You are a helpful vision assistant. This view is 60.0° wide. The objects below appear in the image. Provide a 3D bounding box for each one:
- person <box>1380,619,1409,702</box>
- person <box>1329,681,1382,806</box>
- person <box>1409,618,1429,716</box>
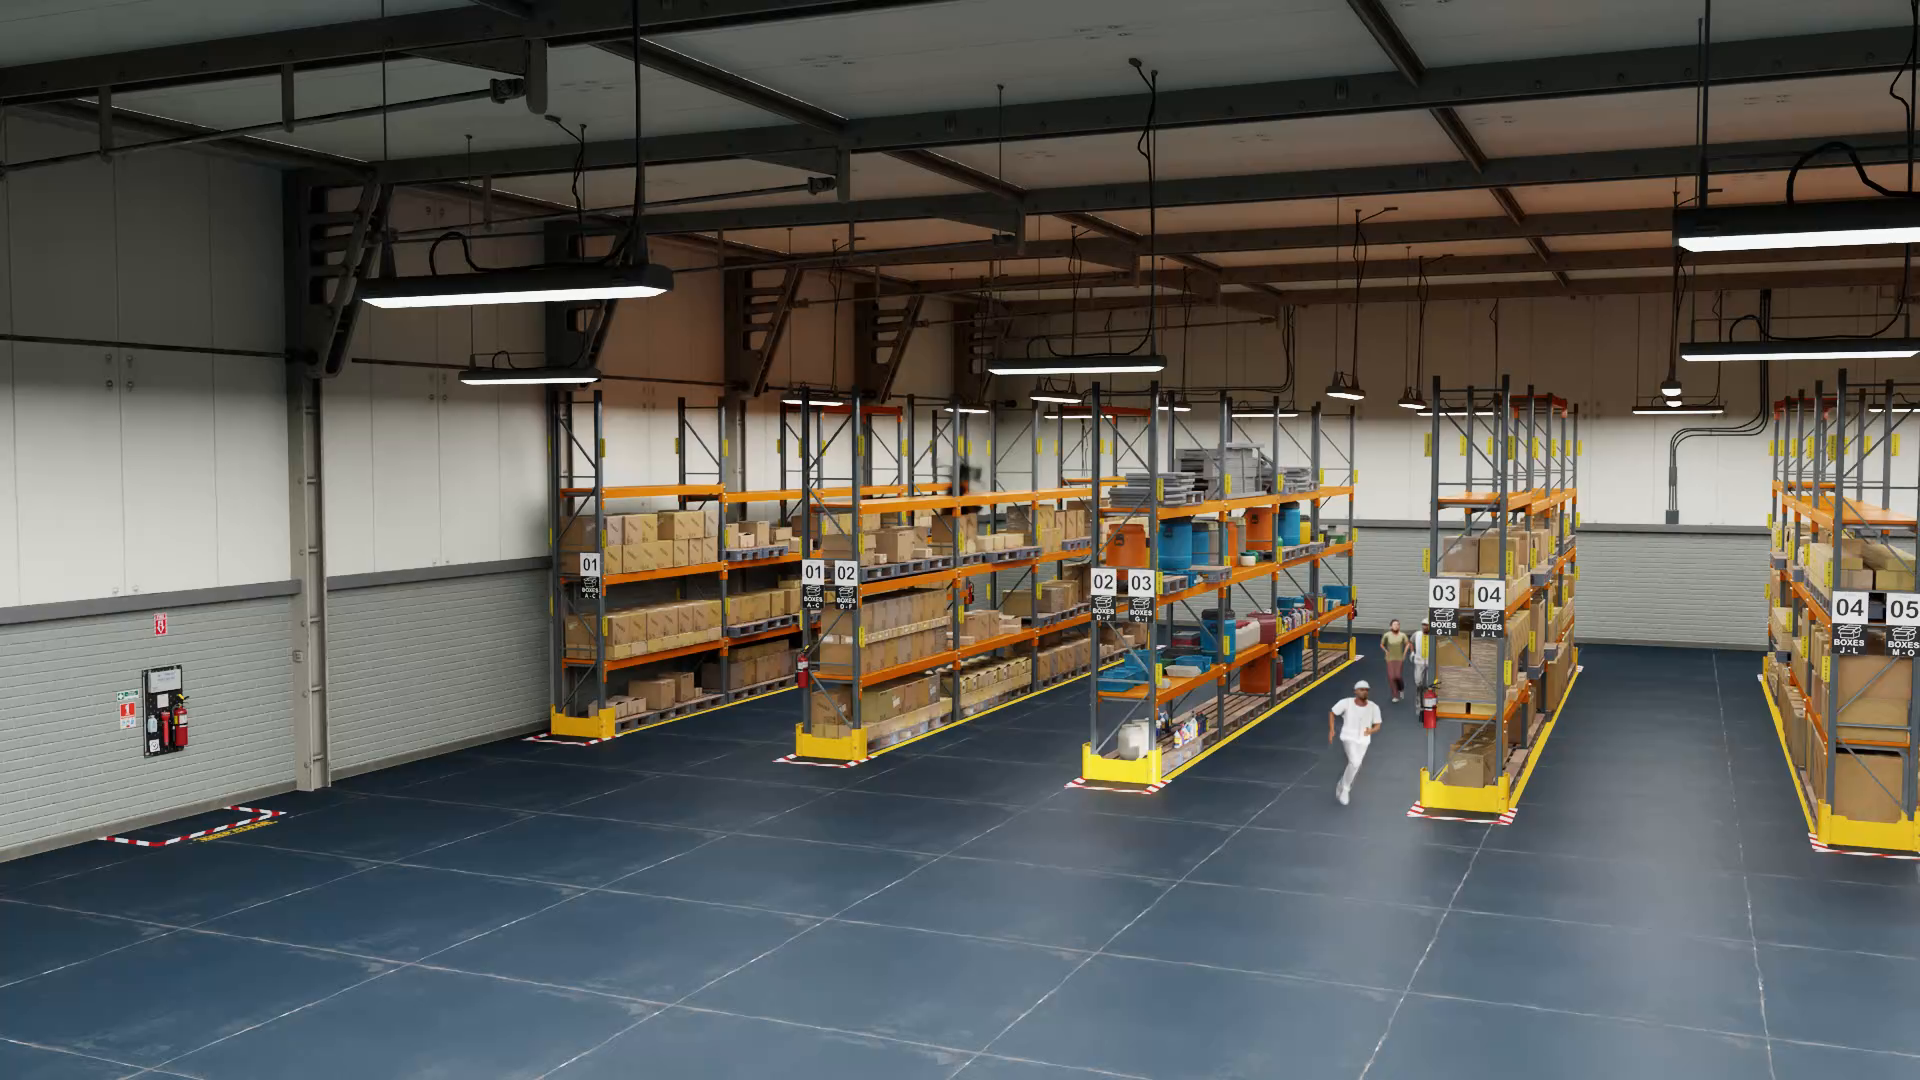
[{"bbox_3d":[8.538,2.375,32.705,0.565,1.636,0.547,1,3,17],"label":"person"},{"bbox_3d":[5.579,2.833,23.380,0.698,1.717,0.707,0,3,-6],"label":"person"},{"bbox_3d":[8.794,2.382,31.361,0.661,1.848,0.807,1,3,18],"label":"person"}]
